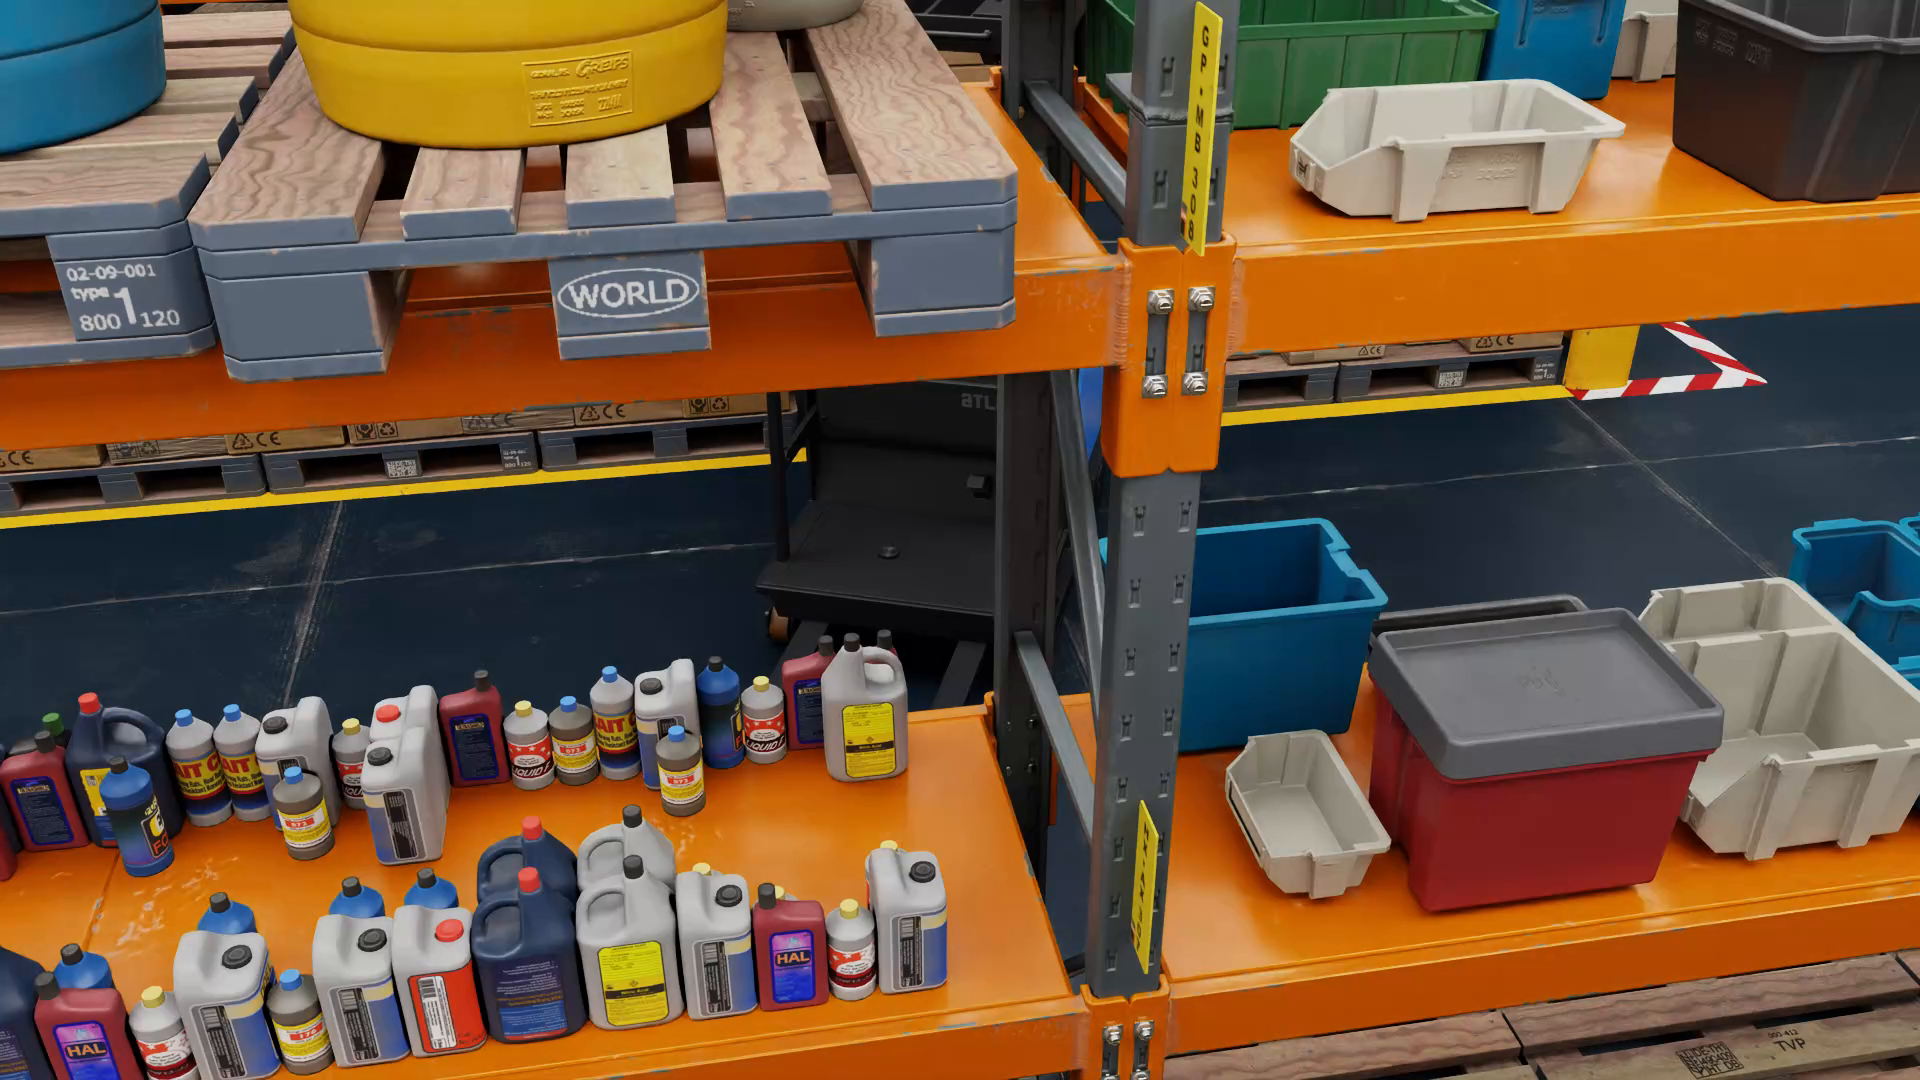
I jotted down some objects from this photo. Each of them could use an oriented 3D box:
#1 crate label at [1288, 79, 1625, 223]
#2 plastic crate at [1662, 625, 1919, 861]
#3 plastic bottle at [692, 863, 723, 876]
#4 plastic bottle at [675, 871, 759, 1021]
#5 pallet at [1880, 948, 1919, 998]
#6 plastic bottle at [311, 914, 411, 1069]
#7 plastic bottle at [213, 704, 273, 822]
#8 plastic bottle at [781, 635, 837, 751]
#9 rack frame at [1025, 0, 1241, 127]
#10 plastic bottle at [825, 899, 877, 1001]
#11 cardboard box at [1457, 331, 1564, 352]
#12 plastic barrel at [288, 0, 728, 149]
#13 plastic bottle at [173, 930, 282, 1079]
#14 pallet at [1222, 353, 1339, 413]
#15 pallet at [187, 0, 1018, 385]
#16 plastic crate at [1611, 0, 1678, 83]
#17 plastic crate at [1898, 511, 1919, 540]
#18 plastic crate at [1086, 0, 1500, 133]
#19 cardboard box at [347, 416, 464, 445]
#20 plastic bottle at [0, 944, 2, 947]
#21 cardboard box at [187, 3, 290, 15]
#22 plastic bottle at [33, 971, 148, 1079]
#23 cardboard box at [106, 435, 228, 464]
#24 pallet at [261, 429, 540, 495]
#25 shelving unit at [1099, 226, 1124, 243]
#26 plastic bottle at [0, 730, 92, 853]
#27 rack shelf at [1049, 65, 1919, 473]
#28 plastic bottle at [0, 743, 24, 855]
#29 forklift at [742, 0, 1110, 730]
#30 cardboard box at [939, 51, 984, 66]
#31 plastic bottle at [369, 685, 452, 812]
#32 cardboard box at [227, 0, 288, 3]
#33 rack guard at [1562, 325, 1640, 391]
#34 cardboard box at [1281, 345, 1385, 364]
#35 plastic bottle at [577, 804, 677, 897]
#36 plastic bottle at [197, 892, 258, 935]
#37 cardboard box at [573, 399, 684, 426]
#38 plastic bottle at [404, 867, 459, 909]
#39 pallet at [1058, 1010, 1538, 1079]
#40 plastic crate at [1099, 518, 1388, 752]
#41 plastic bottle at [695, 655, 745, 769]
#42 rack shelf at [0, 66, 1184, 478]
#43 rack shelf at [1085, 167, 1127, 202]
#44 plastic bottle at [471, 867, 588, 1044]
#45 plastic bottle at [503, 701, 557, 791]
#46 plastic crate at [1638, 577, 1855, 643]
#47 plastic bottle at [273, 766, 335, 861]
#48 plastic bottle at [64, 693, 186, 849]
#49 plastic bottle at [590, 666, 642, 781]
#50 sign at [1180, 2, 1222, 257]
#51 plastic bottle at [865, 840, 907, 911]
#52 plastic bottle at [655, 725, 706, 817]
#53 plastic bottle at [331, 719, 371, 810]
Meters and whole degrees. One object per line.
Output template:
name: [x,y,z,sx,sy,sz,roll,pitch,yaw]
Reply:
crate label: [0.764,-0.615,2.637,0.466,0.136,0.293,-5,31,-9]
plastic crate: [1.766,0.443,3.595,0.530,0.282,0.437,-5,31,-9]
plastic bottle: [-0.499,0.721,3.260,0.097,0.201,0.097,0,30,0]
plastic bottle: [-0.458,0.749,3.139,0.135,0.276,0.152,-5,31,-9]
pallet: [3.347,1.358,4.732,1.213,0.211,1.003,-5,31,-9]
plastic bottle: [-1.087,0.808,3.040,0.135,0.276,0.152,-5,31,-9]
plastic bottle: [-1.552,0.476,3.609,0.097,0.271,0.097,0,30,0]
plastic bottle: [-0.338,0.349,3.813,0.133,0.283,0.061,-5,31,-9]
rack frame: [0.230,-2.121,1.979,0.127,3.000,1.000,-5,31,-9]
plastic bottle: [-0.208,0.772,3.173,0.097,0.201,0.097,0,30,0]
cardboard box: [2.786,-1.310,8.550,0.500,0.500,0.500,-5,31,-9]
plastic barrel: [-0.631,-0.905,2.271,0.600,0.588,0.600,0,30,0]
plastic bottle: [-1.315,0.829,3.004,0.135,0.276,0.152,-5,31,-9]
pallet: [1.220,-0.978,8.705,1.213,0.211,1.003,-5,31,-9]
pallet: [-0.523,-0.626,2.582,1.003,0.211,1.213,-5,31,-9]
plastic crate: [1.413,-1.020,3.326,0.466,0.136,0.293,-5,31,-9]
plastic crate: [2.568,0.125,4.184,0.300,0.233,0.416,-5,31,-9]
plastic crate: [0.593,-0.926,3.115,0.662,0.188,0.450,-5,31,-9]
cardboard box: [-2.573,-0.795,7.674,0.500,0.500,0.500,-6,31,-11]
plastic bottle: [-1.858,0.771,3.029,0.185,0.351,0.144,-5,31,-9]
cardboard box: [-3.060,-1.966,7.121,0.500,0.500,0.700,0,30,0]
plastic bottle: [-1.534,0.870,2.927,0.133,0.283,0.061,-5,31,-9]
cardboard box: [-3.580,-0.701,7.515,0.500,0.500,0.500,-6,31,-11]
pallet: [-2.654,-0.596,8.056,1.213,0.211,1.003,-5,31,-9]
shelving unit: [0.675,-0.924,7.786,0.215,1.050,0.252,-2,31,-3]
plastic bottle: [-1.935,0.528,3.508,0.133,0.283,0.061,-5,31,-9]
rack shelf: [2.198,-0.700,3.232,4.000,0.370,1.077,-5,31,-9]
plastic bottle: [-2.095,0.504,3.482,0.185,0.351,0.144,-5,31,-9]
forklift: [-0.141,-0.956,5.985,1.130,2.935,3.031,7,31,11]
cardboard box: [-0.144,-2.382,7.256,0.500,0.500,0.500,-5,31,-8]
plastic bottle: [-1.204,0.456,3.638,0.135,0.276,0.152,-5,31,-9]
cardboard box: [-4.742,-3.365,11.720,0.750,0.750,0.750,-6,31,-10]
rack guard: [3.202,-1.285,8.943,0.348,0.500,1.175,-5,31,-9]
cardboard box: [1.846,-1.130,8.491,0.500,0.250,0.500,-5,31,-9]
plastic bottle: [-0.641,0.662,3.214,0.185,0.351,0.144,-5,31,-9]
plastic bottle: [-1.356,0.770,3.108,0.097,0.271,0.097,0,30,0]
cardboard box: [-1.580,-0.888,7.833,0.500,0.500,0.500,-5,31,-9]
plastic bottle: [-0.995,0.737,3.164,0.097,0.271,0.097,0,30,0]
pallet: [0.947,1.581,4.353,1.213,0.211,1.003,-5,31,-9]
plastic crate: [0.628,0.234,3.850,0.575,0.384,0.392,-5,31,-9]
plastic bottle: [-0.544,0.382,3.767,0.097,0.271,0.097,0,30,0]
rack shelf: [-1.737,-0.335,2.611,4.000,0.370,1.077,-5,31,-9]
rack shelf: [1.309,-1.877,8.193,4.000,0.370,1.077,-5,31,-9]
plastic bottle: [-0.797,0.751,3.063,0.185,0.351,0.144,-5,31,-9]
plastic bottle: [-0.964,0.451,3.719,0.097,0.201,0.097,0,30,0]
plastic crate: [1.889,0.244,4.076,0.466,0.136,0.293,-5,31,-9]
plastic bottle: [-1.392,0.569,3.518,0.097,0.201,0.097,0,30,0]
plastic bottle: [-1.782,0.475,3.532,0.185,0.351,0.144,-5,31,-9]
plastic bottle: [-0.773,0.403,3.731,0.097,0.271,0.097,0,30,0]
sign: [0.328,-0.557,2.270,0.005,0.325,0.100,-5,31,-9]
plastic bottle: [-0.140,0.688,3.317,0.097,0.201,0.097,0,30,0]
plastic bottle: [-0.613,0.497,3.641,0.097,0.201,0.097,0,30,0]
plastic bottle: [-1.323,0.485,3.662,0.097,0.201,0.097,0,30,0]
